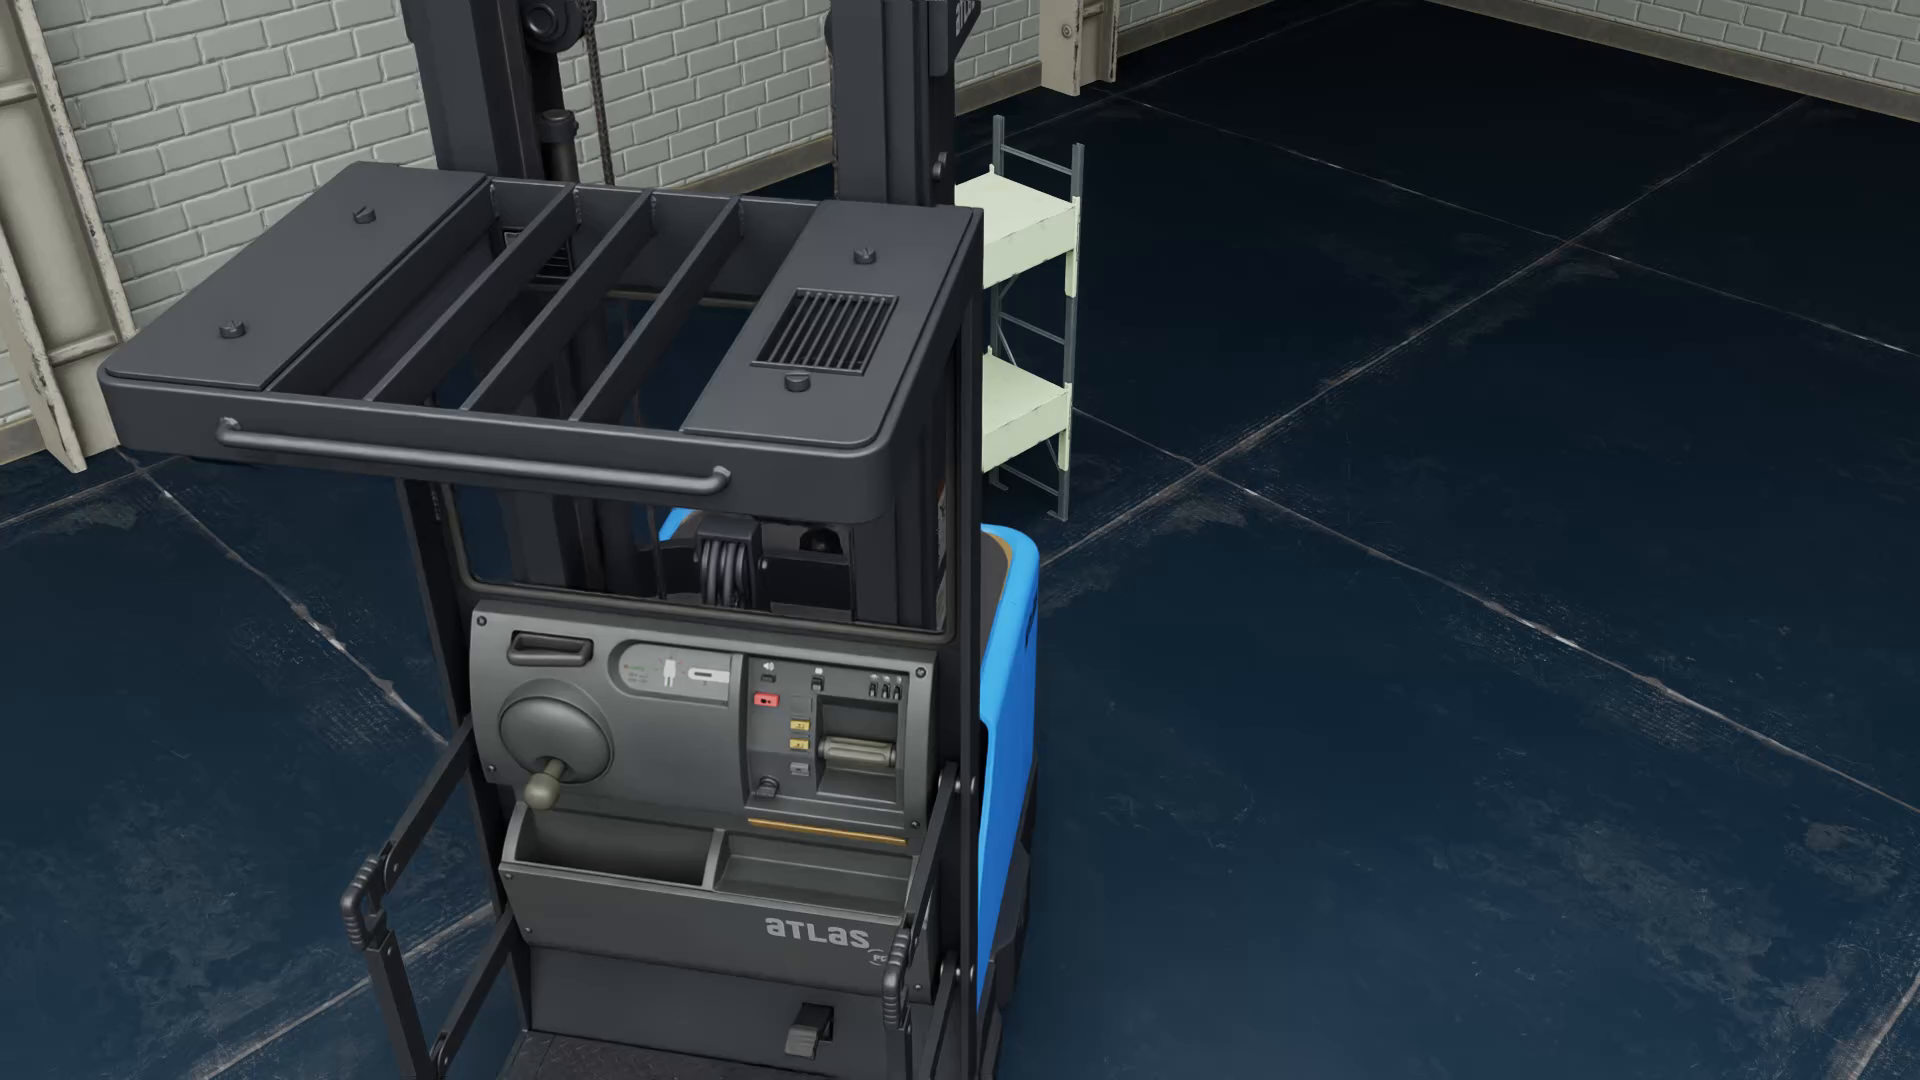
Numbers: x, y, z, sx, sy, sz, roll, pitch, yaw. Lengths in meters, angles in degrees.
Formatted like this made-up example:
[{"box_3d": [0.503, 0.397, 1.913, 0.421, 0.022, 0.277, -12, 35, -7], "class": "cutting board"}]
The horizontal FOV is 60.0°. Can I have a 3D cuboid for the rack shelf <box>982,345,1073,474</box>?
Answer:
[{"box_3d": [0.005, -0.350, 6.011, 0.431, 0.370, 0.720, 30, 45, 35], "class": "rack shelf"}]

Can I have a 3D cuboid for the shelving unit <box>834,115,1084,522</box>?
[{"box_3d": [0.005, -0.618, 5.825, 0.431, 1.500, 0.755, 30, 45, 35], "class": "shelving unit"}]

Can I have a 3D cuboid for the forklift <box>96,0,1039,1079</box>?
[{"box_3d": [-0.549, 0.425, 3.078, 1.130, 2.935, 3.031, 6, 35, 9], "class": "forklift"}]

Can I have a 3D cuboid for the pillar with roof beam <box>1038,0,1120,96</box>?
[{"box_3d": [3.780, -4.798, 5.263, 9.100, 9.000, 0.400, 30, 45, 35], "class": "pillar with roof beam"}]

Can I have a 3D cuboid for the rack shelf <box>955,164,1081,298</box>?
[{"box_3d": [0.005, -0.938, 5.602, 0.431, 0.370, 0.720, 30, 45, 35], "class": "rack shelf"}]

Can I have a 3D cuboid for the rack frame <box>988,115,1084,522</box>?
[{"box_3d": [0.263, -0.766, 6.038, 0.400, 1.500, 0.023, 30, 45, 35], "class": "rack frame"}]

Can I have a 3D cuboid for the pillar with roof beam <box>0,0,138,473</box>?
[{"box_3d": [-0.447, -2.362, 1.770, 9.100, 9.000, 0.400, 30, 45, 35], "class": "pillar with roof beam"}]
